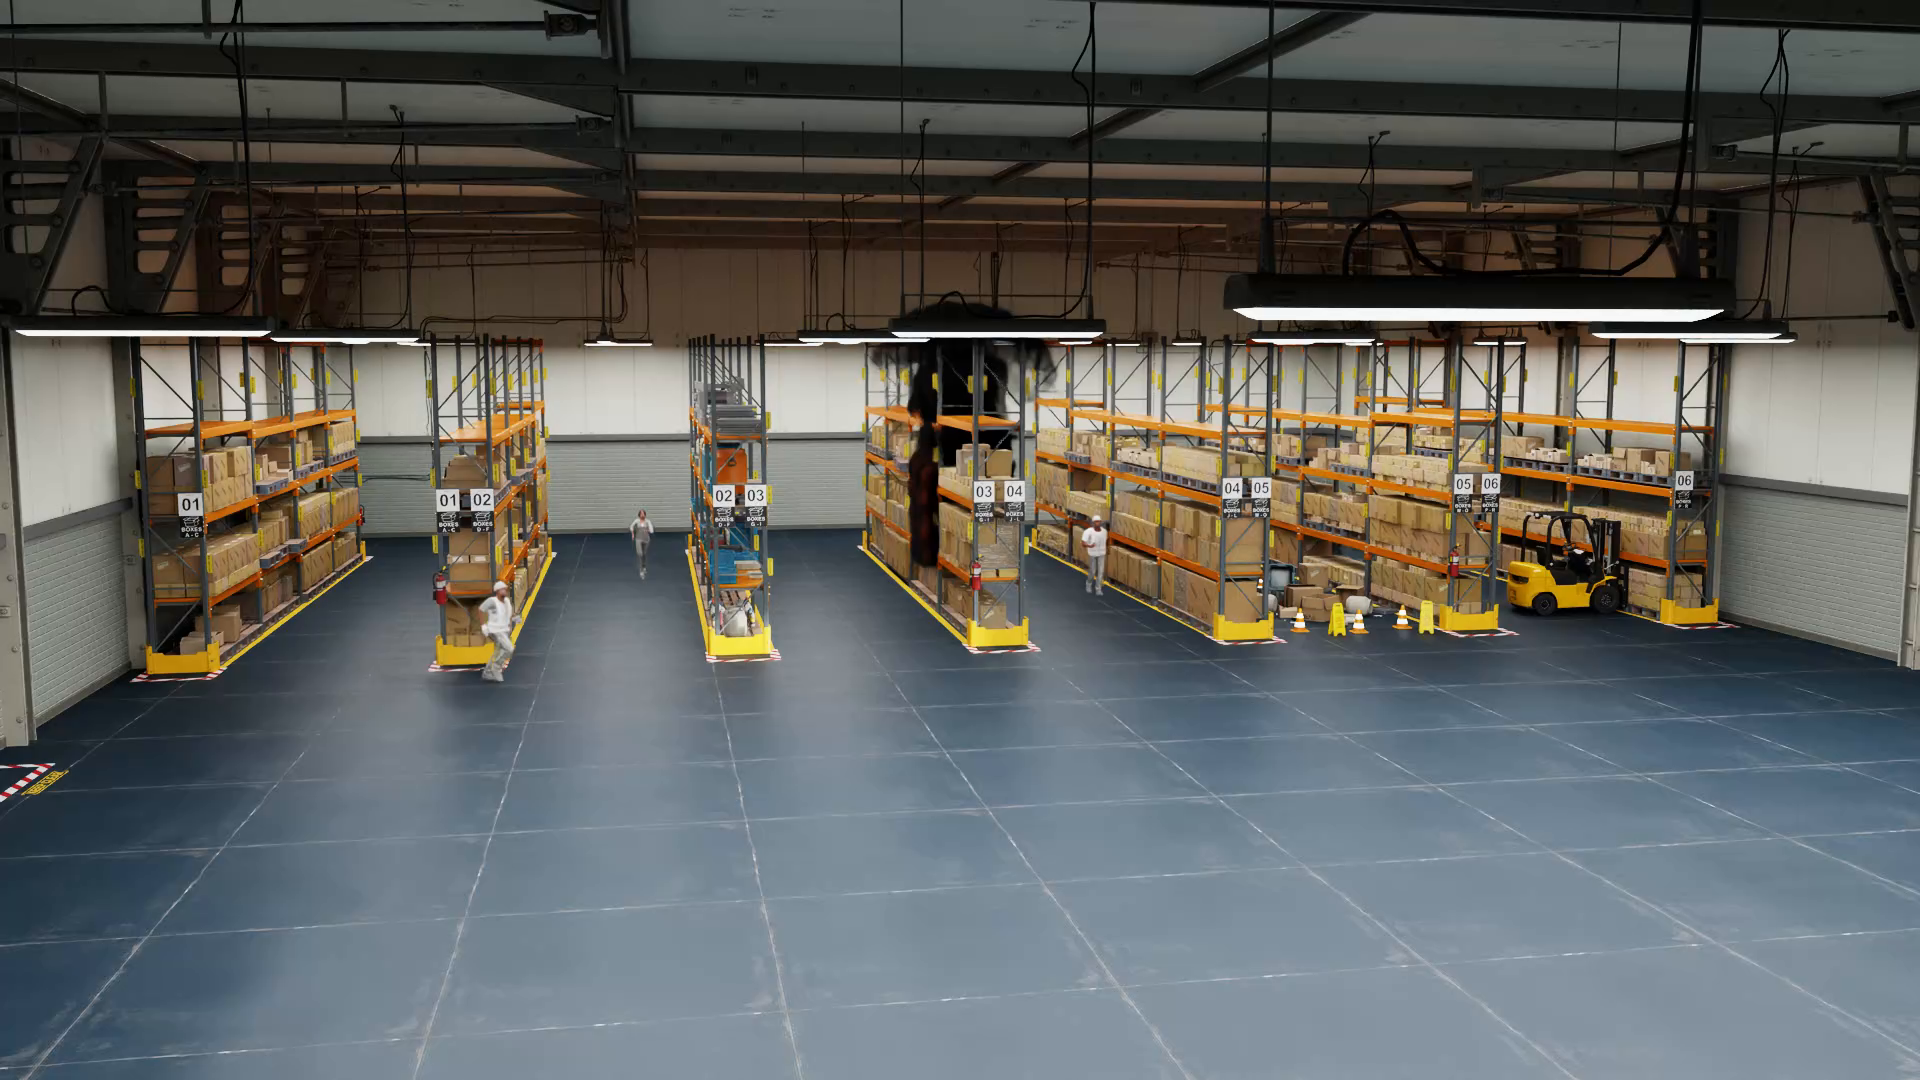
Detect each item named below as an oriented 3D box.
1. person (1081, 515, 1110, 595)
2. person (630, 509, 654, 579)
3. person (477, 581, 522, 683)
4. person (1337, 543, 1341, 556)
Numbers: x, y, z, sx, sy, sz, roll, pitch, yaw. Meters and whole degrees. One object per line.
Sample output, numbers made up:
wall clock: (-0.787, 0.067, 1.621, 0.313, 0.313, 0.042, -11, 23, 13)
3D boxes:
person: (3.029, 0.333, 36.965, 0.709, 1.767, 0.735, -2, 7, -17)
person: (-7.675, 0.069, 40.199, 0.519, 1.638, 0.770, -2, 7, -20)
person: (-7.920, 1.577, 28.650, 0.778, 1.743, 0.602, 2, 7, 15)
person: (9.994, -0.149, 44.318, 0.510, 1.578, 0.644, -1, 7, -11)
